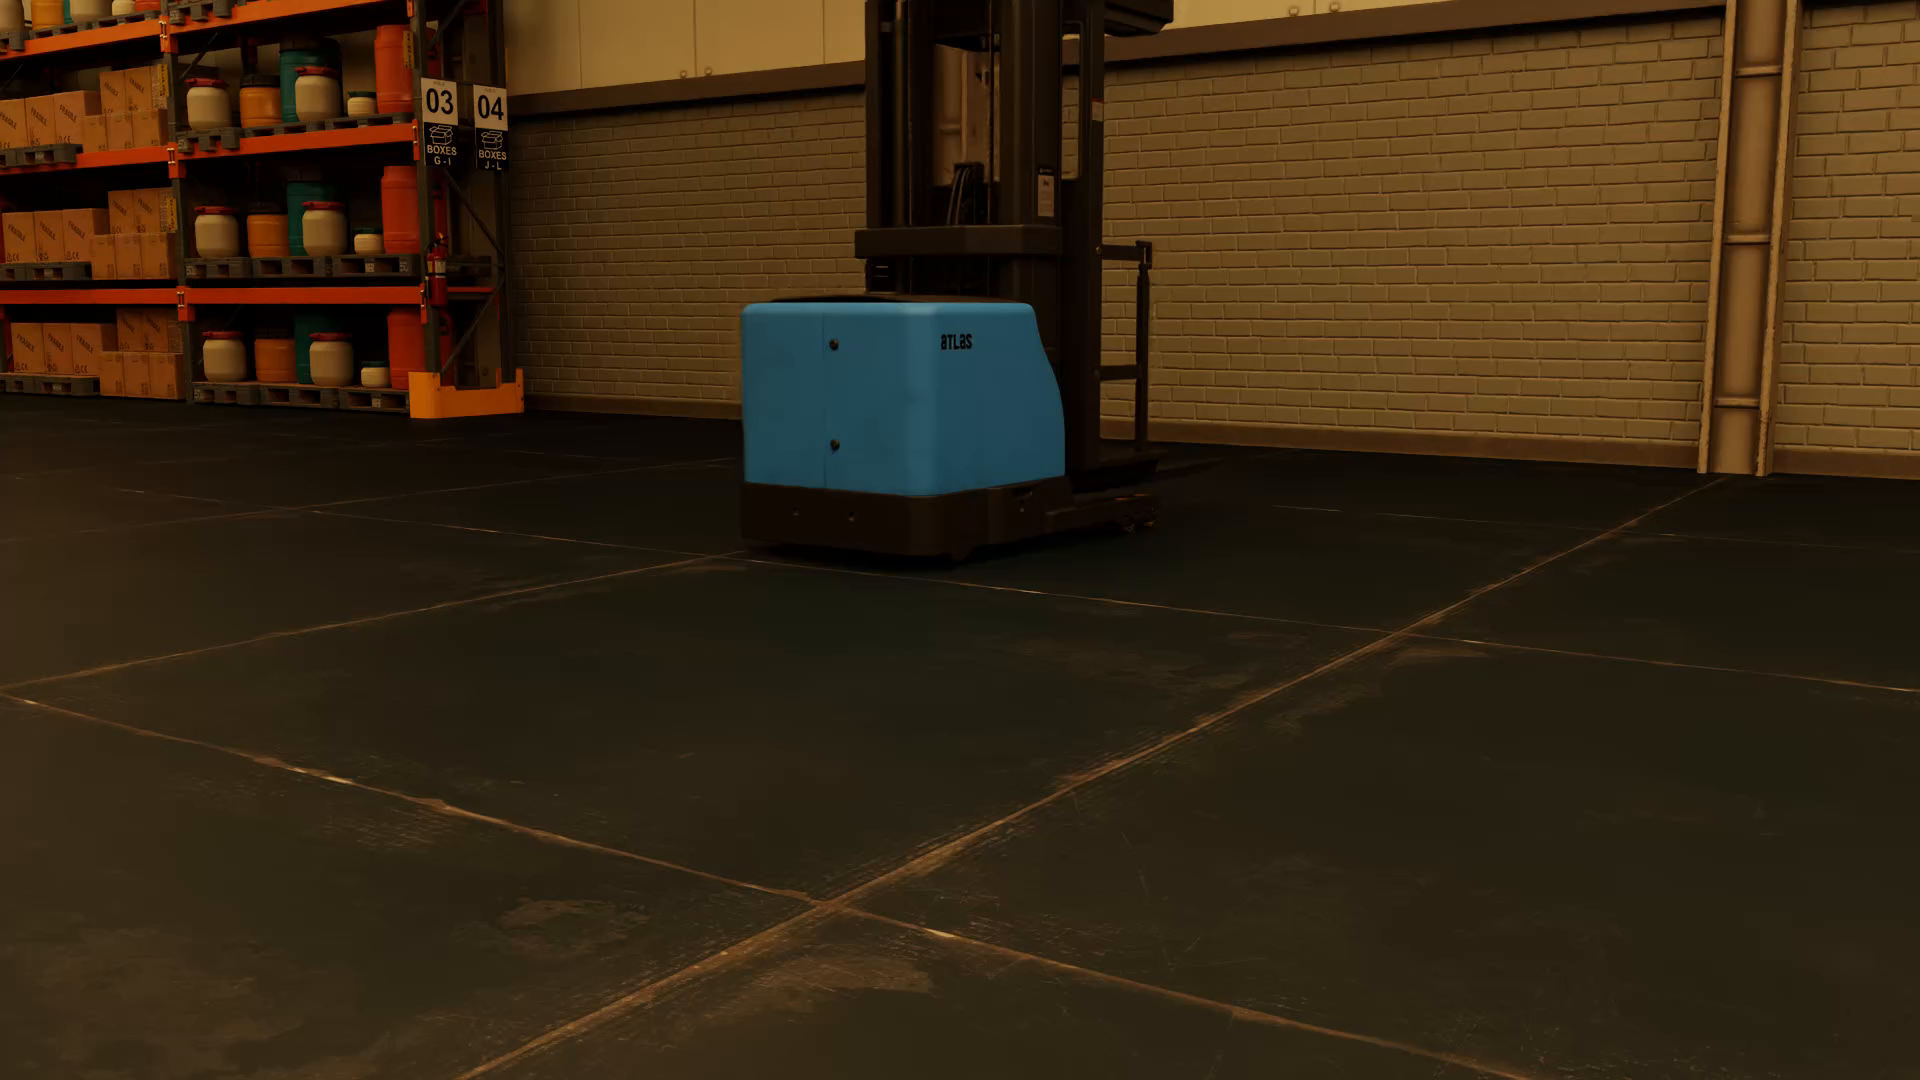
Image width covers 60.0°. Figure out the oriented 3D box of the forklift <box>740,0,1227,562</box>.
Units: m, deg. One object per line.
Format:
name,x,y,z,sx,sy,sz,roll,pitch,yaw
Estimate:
forklift,0.314,-1.525,7.917,1.130,2.935,3.031,6,10,35
